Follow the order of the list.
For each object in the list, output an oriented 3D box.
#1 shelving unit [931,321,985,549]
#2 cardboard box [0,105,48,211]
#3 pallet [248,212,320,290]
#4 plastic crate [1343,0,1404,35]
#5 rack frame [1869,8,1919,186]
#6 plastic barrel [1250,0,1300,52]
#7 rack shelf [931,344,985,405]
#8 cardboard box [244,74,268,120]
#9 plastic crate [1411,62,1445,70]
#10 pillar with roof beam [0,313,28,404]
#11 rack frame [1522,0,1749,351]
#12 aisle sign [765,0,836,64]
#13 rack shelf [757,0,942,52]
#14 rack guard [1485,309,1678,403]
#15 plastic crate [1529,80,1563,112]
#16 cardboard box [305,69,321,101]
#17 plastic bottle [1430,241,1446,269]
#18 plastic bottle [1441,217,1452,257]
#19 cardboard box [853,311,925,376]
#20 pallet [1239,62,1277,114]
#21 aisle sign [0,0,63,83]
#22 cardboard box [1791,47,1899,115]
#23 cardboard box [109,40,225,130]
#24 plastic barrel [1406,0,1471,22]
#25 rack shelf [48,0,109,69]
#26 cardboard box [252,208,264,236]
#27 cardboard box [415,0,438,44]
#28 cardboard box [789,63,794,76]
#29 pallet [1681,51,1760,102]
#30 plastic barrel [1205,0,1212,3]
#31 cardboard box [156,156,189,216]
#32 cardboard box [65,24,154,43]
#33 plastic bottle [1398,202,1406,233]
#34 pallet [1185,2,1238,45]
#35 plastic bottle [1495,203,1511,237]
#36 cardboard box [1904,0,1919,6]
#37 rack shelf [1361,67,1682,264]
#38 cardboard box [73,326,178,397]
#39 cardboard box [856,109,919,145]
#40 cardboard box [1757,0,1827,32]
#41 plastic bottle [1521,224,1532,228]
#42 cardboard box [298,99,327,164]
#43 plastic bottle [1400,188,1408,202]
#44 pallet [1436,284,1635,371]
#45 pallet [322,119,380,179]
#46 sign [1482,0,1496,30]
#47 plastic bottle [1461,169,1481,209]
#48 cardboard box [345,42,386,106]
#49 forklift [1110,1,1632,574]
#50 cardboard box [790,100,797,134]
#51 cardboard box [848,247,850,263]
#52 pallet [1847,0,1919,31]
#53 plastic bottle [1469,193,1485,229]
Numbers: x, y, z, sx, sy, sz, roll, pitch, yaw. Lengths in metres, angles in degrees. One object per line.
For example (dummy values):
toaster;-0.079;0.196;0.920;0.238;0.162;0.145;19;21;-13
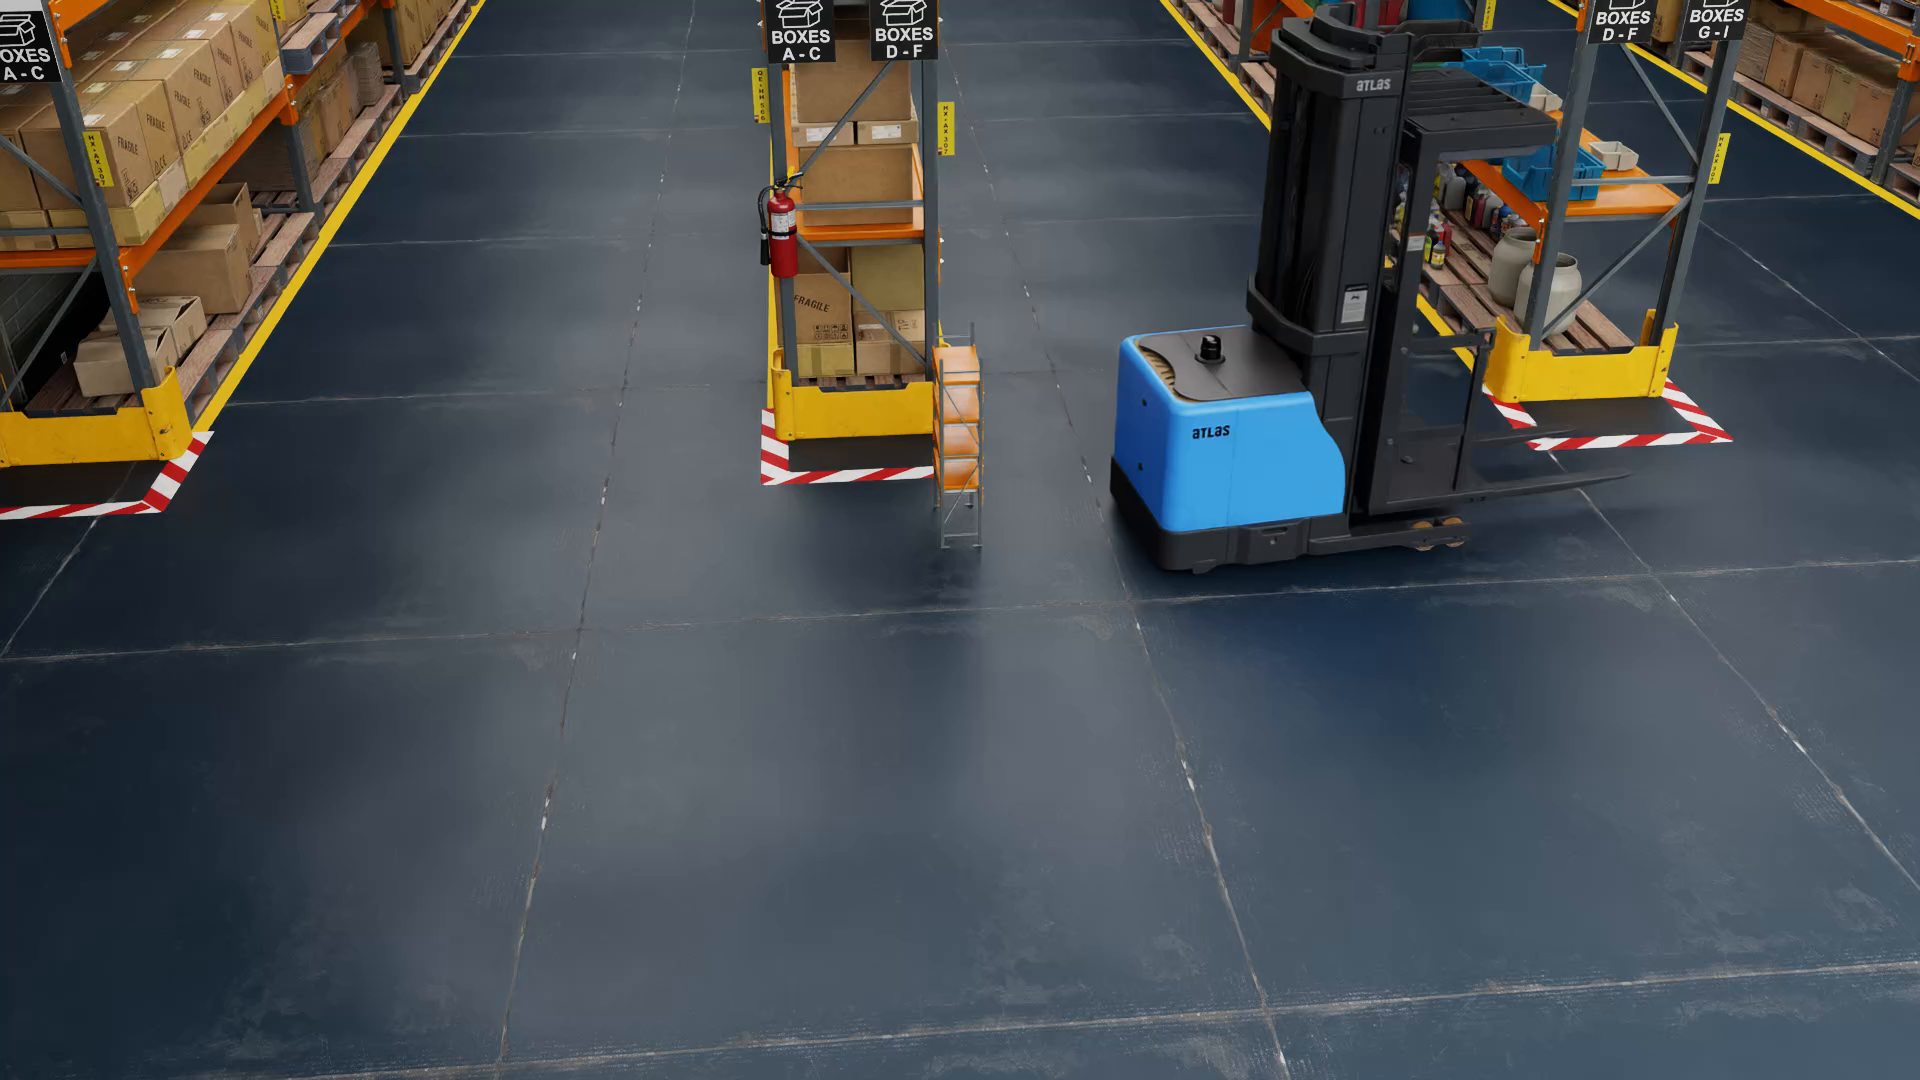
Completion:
shelving unit;-0.015;-0.600;9.584;0.258;1.200;0.503;-3;31;-5
cardboard box;-5.825;-2.319;10.102;0.500;0.500;0.500;-3;31;-5
pallet;-5.845;-2.326;13.438;1.003;0.211;1.213;-3;31;-5
plastic crate;3.571;-4.599;14.462;0.402;0.464;0.583;-3;31;-5
rack frame;8.852;-4.576;14.486;1.000;3.000;0.127;-3;31;-5
plastic barrel;3.484;-5.879;18.374;0.600;0.830;0.708;-3;31;-5
rack shelf;-0.015;-0.937;9.382;0.258;0.148;0.480;-3;31;-5
cardboard box;-5.559;-3.326;12.521;0.500;0.250;0.500;-3;31;-4
plastic crate;3.767;-3.541;12.960;0.450;0.188;0.662;-3;31;-5
pillar with roof beam;-2.210;-4.920;9.211;9.100;9.000;0.400;-3;31;-5
rack frame;4.295;-2.297;10.670;1.000;3.000;0.127;-3;31;-5
aisle sign;-0.924;-3.130;9.529;0.394;0.787;0.004;-3;31;-5
rack shelf;-0.824;-4.061;11.401;1.077;0.370;4.000;-3;31;-5
rack guard;4.241;-1.260;11.372;1.175;0.500;0.348;-3;31;-5
plastic crate;4.325;-3.409;12.789;0.530;0.136;0.437;-3;31;-5
cardboard box;-6.125;-4.167;15.079;0.500;0.250;0.500;-4;31;-6
plastic bottle;3.687;-2.201;12.809;0.097;0.201;0.097;0;31;0
plastic bottle;3.796;-2.371;13.015;0.061;0.283;0.133;-3;31;-5
cardboard box;-0.466;-1.346;11.349;0.500;0.250;0.500;-3;31;-5
pallet;3.581;-4.787;17.558;1.003;0.211;1.213;-3;31;-5
aisle sign;-5.264;-2.916;9.171;0.394;0.787;0.004;-3;31;-5
cardboard box;8.738;-4.536;16.428;0.700;0.500;0.500;-5;31;-9
cardboard box;-5.453;-3.126;11.454;0.500;0.500;0.500;-2;31;-3
plastic barrel;4.186;-4.766;14.315;0.600;0.901;0.708;-3;31;-5
rack shelf;-5.756;-3.822;11.000;1.077;0.370;4.000;-3;31;-5
cardboard box;-5.863;-2.565;13.453;0.380;0.166;0.250;-7;32;-11
cardboard box;-6.330;-5.993;18.545;0.750;0.750;0.750;-3;31;-5
cardboard box;-0.985;-3.230;11.502;0.380;0.149;0.250;-2;31;-3
pallet;8.550;-5.022;17.952;1.003;0.211;1.213;-3;31;-5
plastic barrel;3.273;-7.063;20.286;0.600;0.901;0.708;-3;31;-5
cardboard box;-5.361;-2.295;10.794;0.500;0.250;0.500;-4;31;-6
cardboard box;-6.021;-3.361;11.848;0.500;0.500;0.500;-2;31;-3
plastic bottle;3.640;-2.645;13.407;0.144;0.351;0.185;-3;31;-5
pallet;3.321;-6.206;19.934;1.003;0.211;1.213;-3;31;-5
plastic bottle;4.375;-2.584;13.383;0.097;0.271;0.097;0;31;0
cardboard box;8.917;-5.426;14.915;1.000;1.000;1.000;-3;31;-4
rack shelf;4.108;-3.009;12.564;1.077;0.370;4.000;-3;31;-5
cardboard box;-5.544;-1.214;11.051;0.500;0.311;0.500;-6;31;-10
cardboard box;-0.460;-2.593;10.437;0.380;0.149;0.250;-3;31;-5
cardboard box;8.631;-5.445;17.218;0.500;0.250;0.500;1;31;1
plastic bottle;4.432;-2.376;13.023;0.061;0.283;0.133;-2;31;-4
cardboard box;-6.126;-3.616;14.888;0.700;0.500;0.500;-3;31;-6
plastic bottle;3.652;-2.755;13.668;0.097;0.271;0.097;0;31;0
pallet;4.170;-1.551;12.141;1.003;0.211;1.213;-3;31;-5
pallet;-6.134;-3.689;15.720;1.003;0.211;1.213;-3;31;-5
sign;4.470;-4.478;14.053;0.100;0.325;0.005;-3;31;-5
plastic bottle;4.286;-2.978;13.964;0.144;0.351;0.185;-4;31;-7
cardboard box;-6.197;-4.657;16.630;0.700;0.500;0.500;-2;31;-4
forklift;2.484;-1.453;9.324;3.031;2.935;1.130;-7;32;-11
cardboard box;-0.889;-2.702;10.619;0.380;0.149;0.250;-2;31;-3
cardboard box;-0.574;-2.177;12.011;0.500;0.500;0.500;-3;31;-5
pallet;8.926;-4.891;15.200;1.003;0.211;1.213;-3;31;-5
plastic bottle;4.221;-2.695;13.557;0.061;0.283;0.133;-3;31;-5
